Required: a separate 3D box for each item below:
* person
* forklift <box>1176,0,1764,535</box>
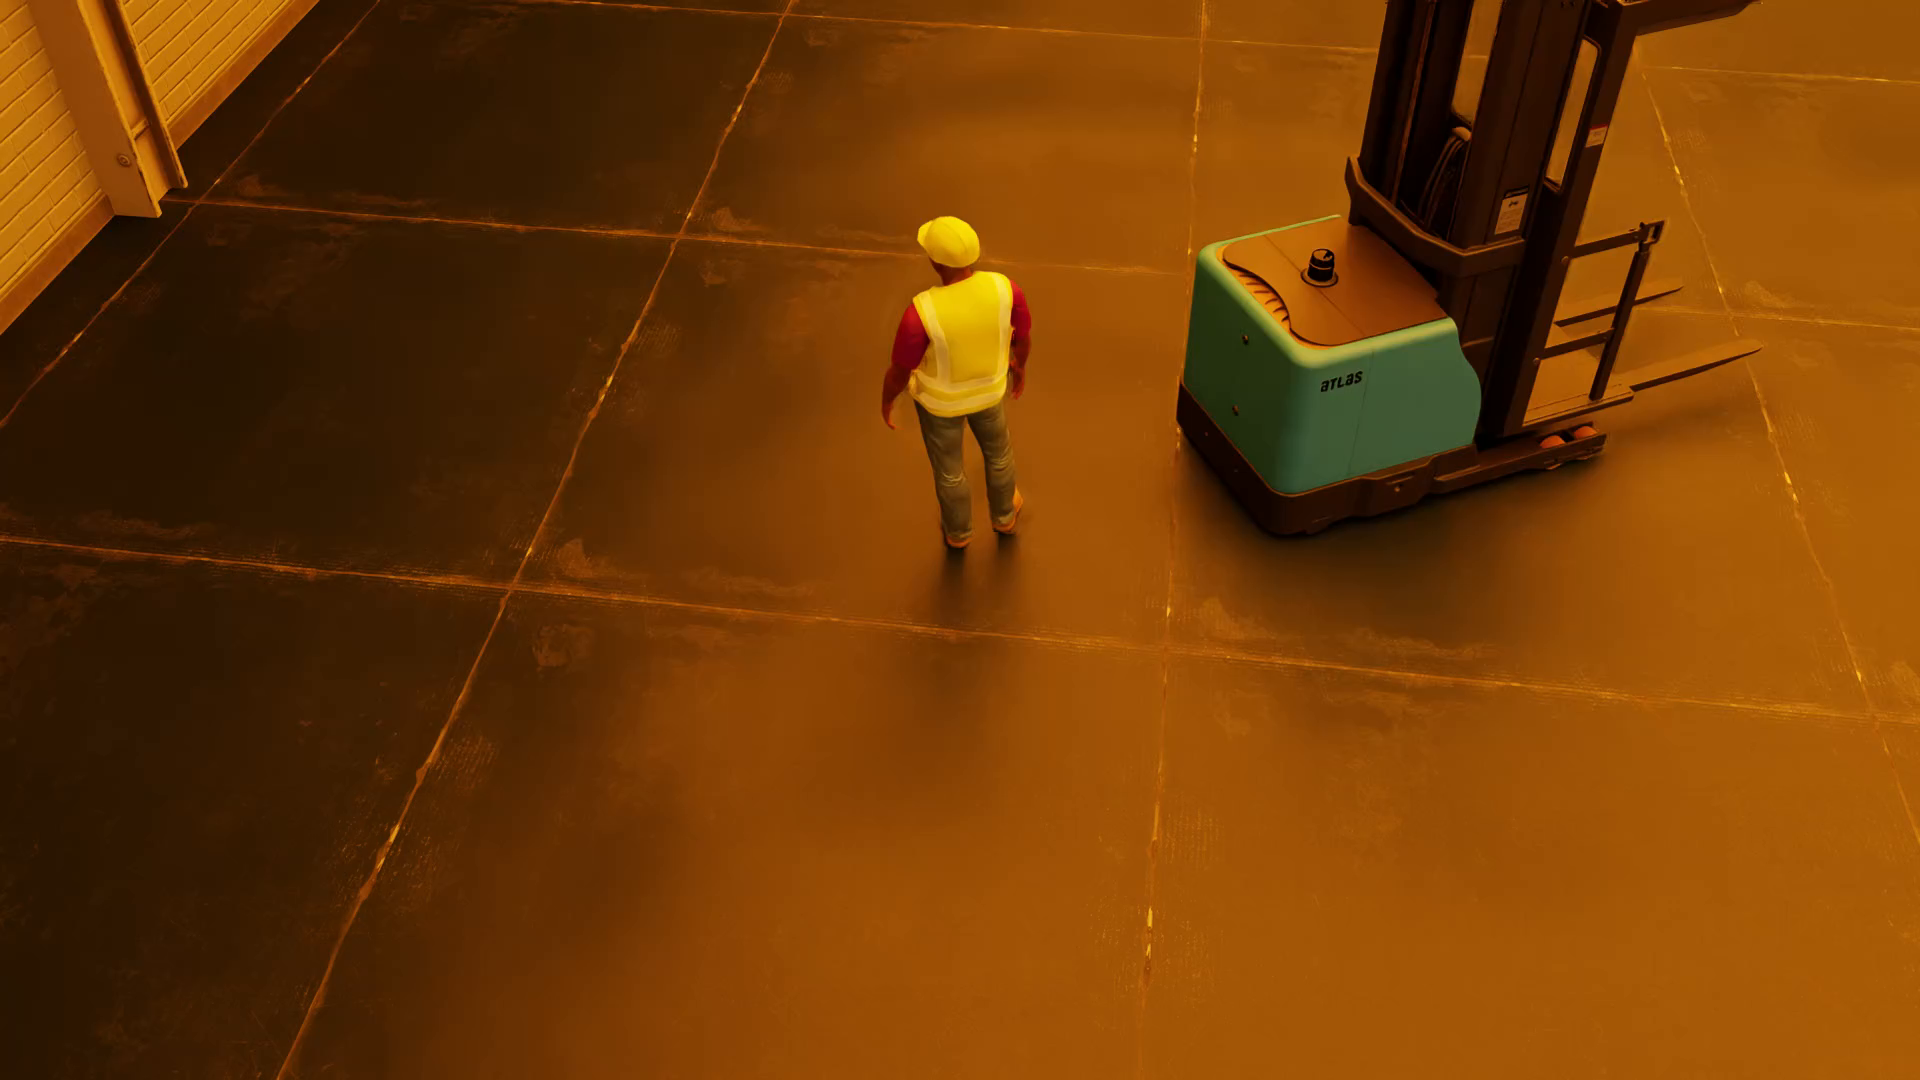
[{"bbox_3d":[0.007,-0.674,7.320,0.739,1.768,0.429,-17,45,-17],"label":"person"},{"bbox_3d":[2.667,-1.747,7.626,3.031,2.935,1.130,-16,45,-16],"label":"forklift"}]
